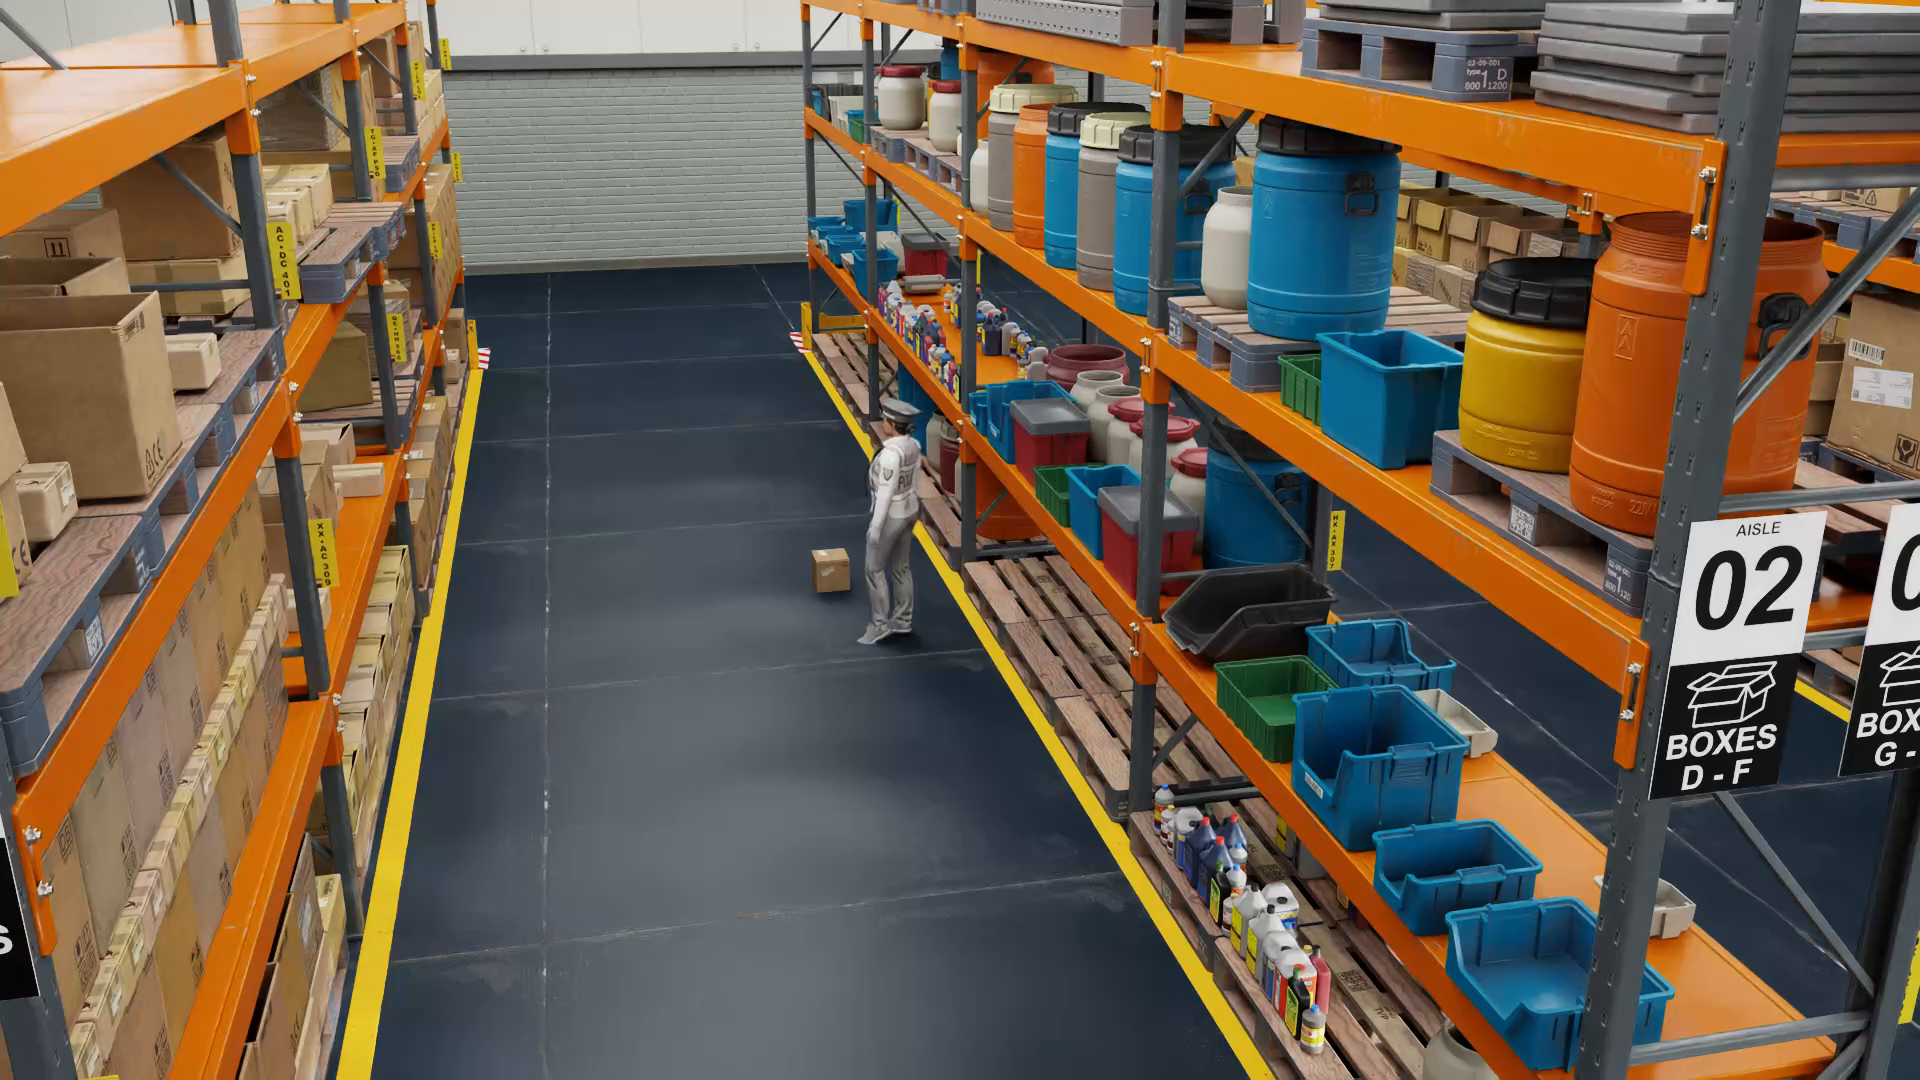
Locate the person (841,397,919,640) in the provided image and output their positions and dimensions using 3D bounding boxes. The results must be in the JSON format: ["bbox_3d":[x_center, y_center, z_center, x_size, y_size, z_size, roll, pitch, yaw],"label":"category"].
[{"bbox_3d":[-0.537,-0.132,11.473,0.460,1.730,0.528,9,22,24],"label":"person"}]
